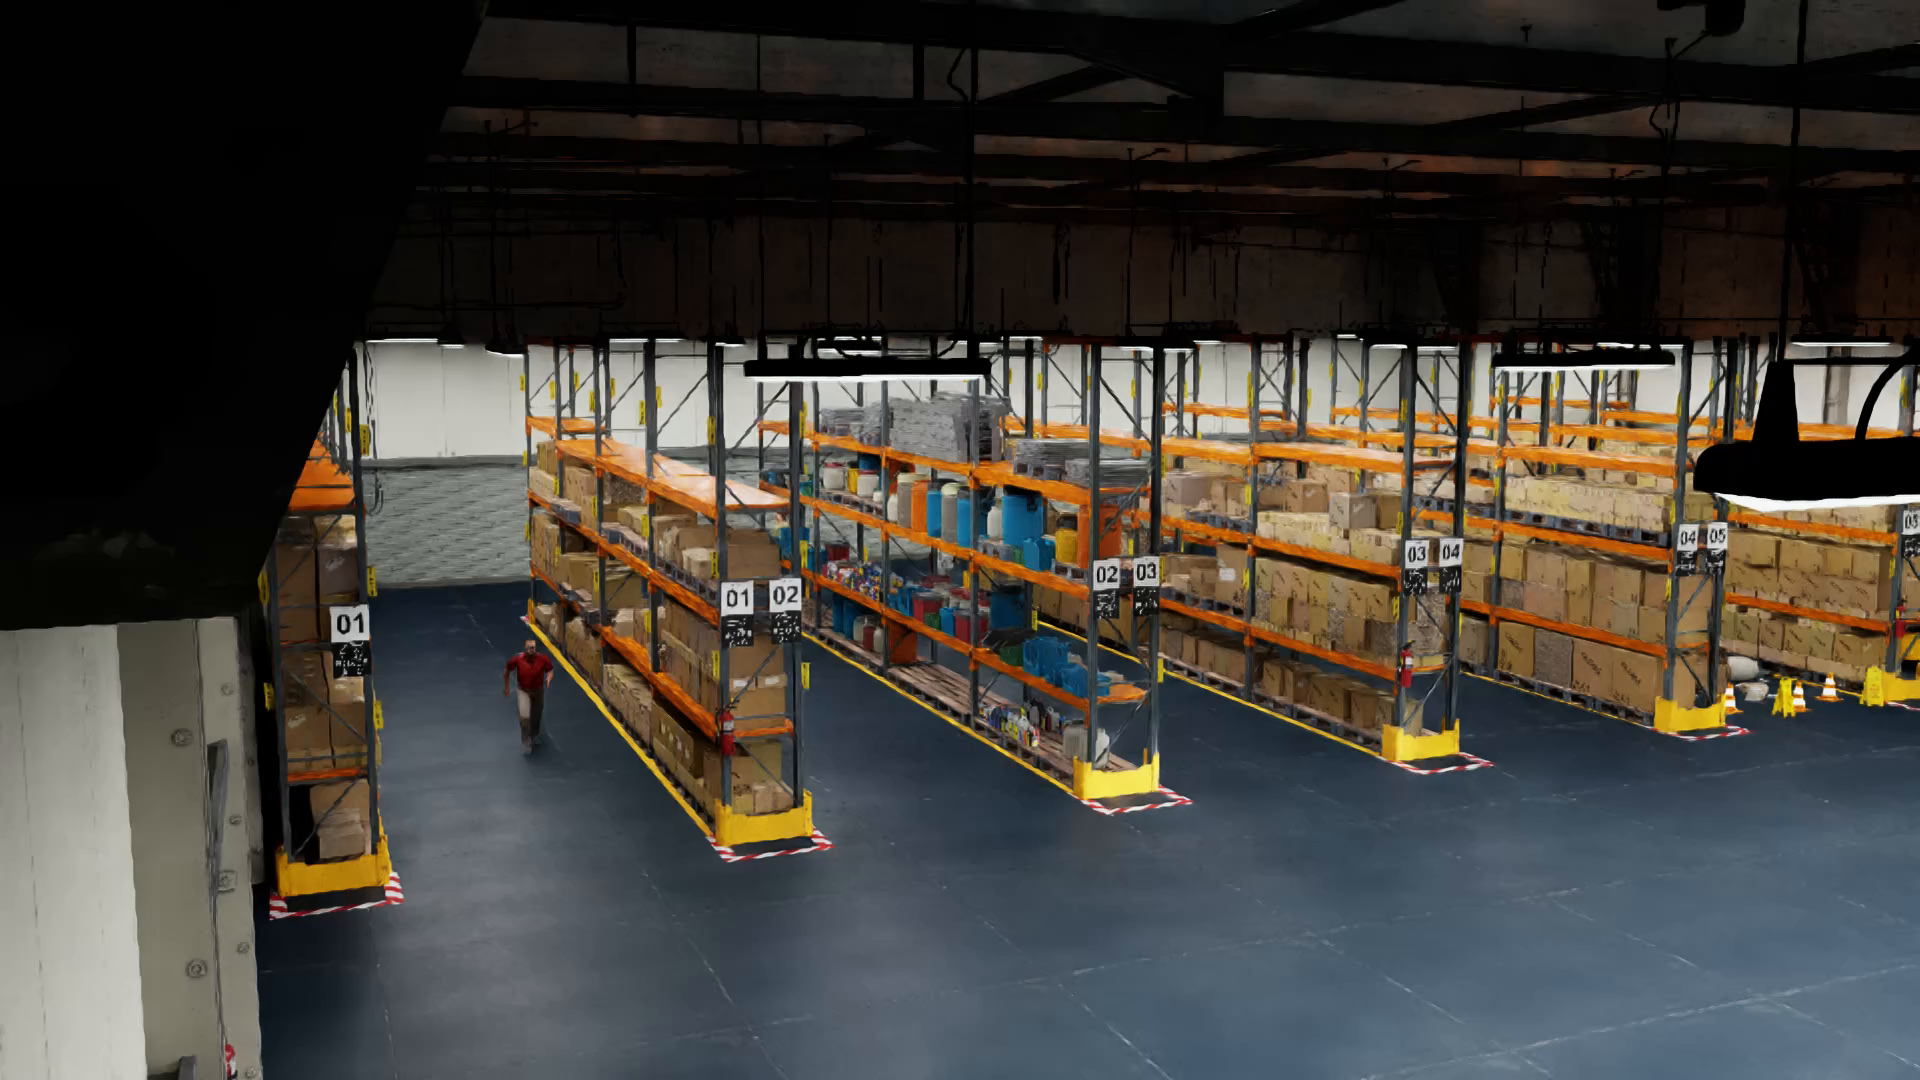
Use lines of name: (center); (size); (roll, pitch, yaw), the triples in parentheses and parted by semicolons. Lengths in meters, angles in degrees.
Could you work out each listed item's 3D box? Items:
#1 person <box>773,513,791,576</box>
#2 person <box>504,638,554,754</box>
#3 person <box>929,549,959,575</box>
person: (-4.377, 0.075, 40.932); (0.592, 1.658, 0.688); (5, 9, 31)
person: (-6.340, 2.252, 24.561); (0.690, 1.662, 0.869); (-4, 8, -26)
person: (-0.341, 0.604, 37.090); (0.599, 1.615, 0.853); (-4, 9, -27)
